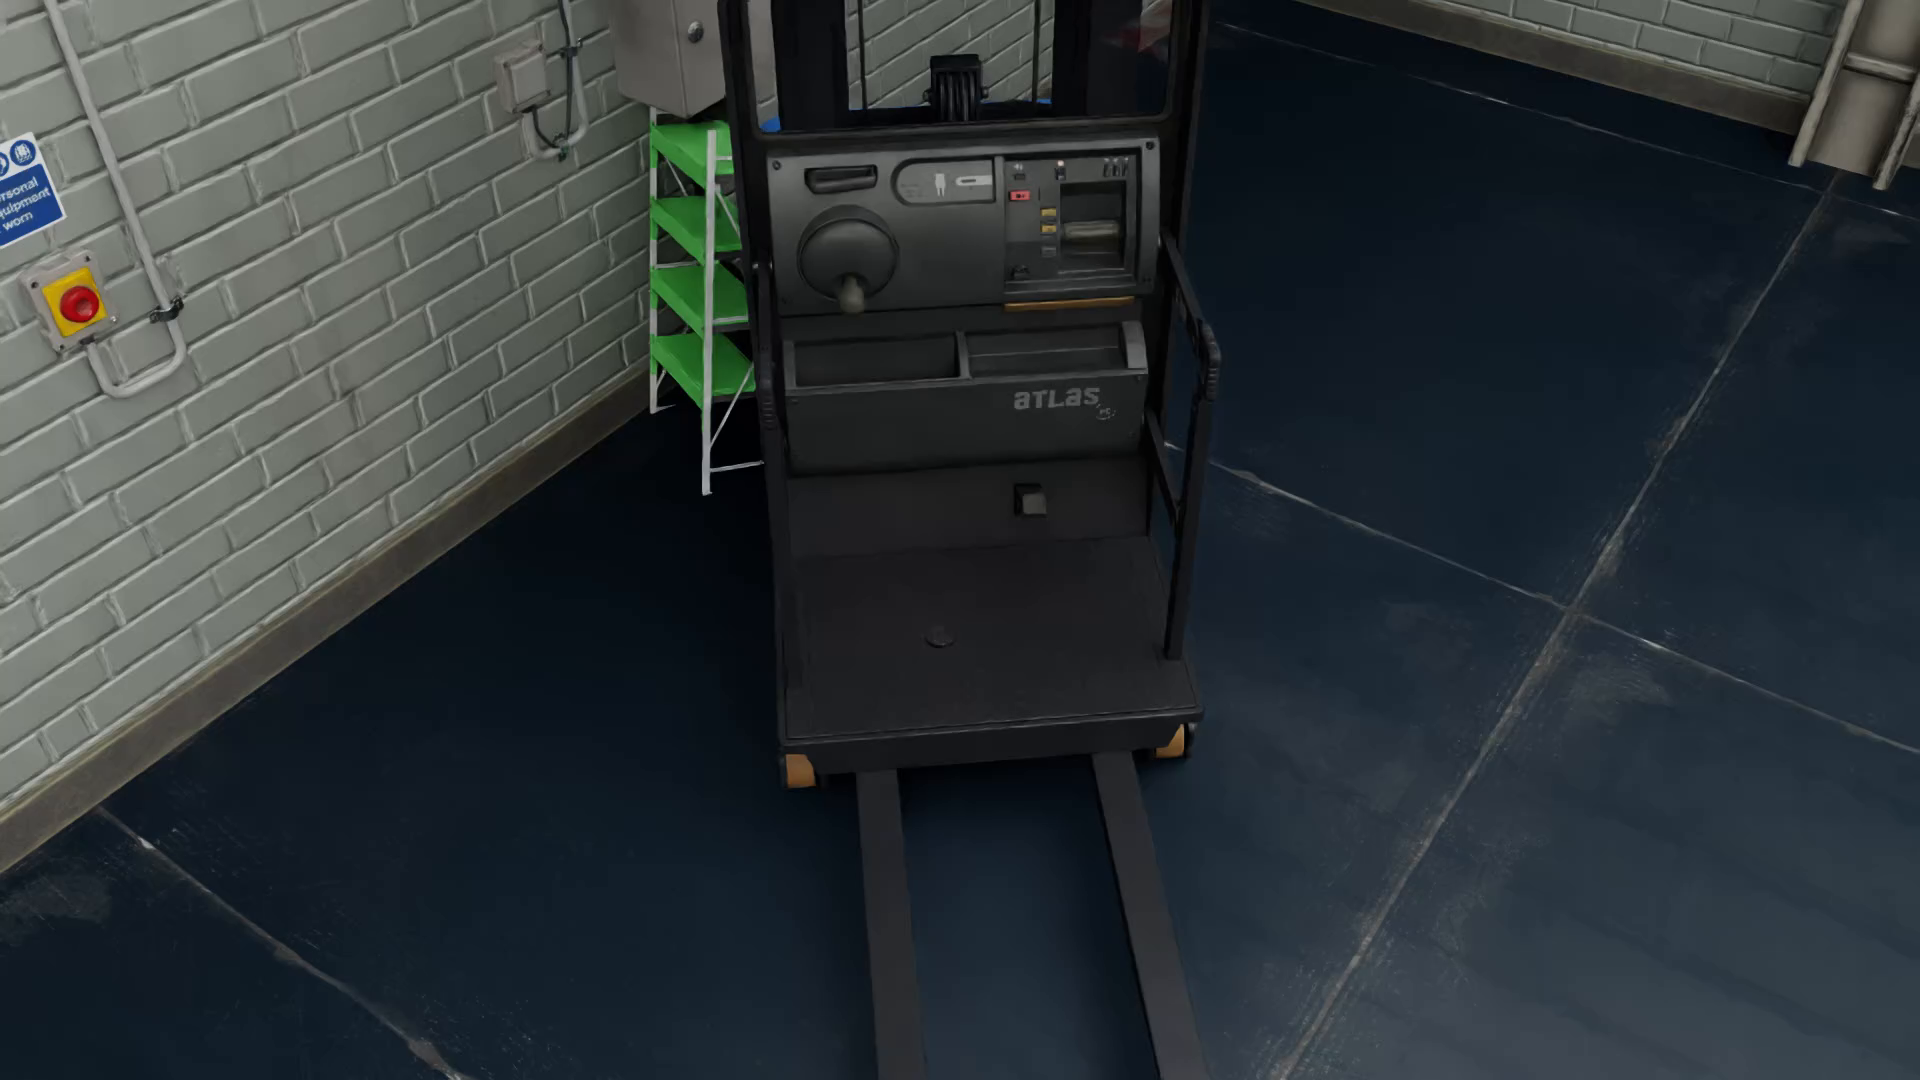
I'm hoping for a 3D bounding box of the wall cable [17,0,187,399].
[{"bbox_3d":[-2.045,-1.016,3.351,0.123,1.953,0.585,25,48,25],"label":"wall cable"}]

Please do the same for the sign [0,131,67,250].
[{"bbox_3d":[-2.123,-0.724,3.607,0.001,0.218,0.327,25,48,25],"label":"sign"}]

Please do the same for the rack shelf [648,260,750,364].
[{"bbox_3d":[-0.804,-0.747,5.389,0.258,0.148,0.480,-11,34,-28],"label":"rack shelf"}]

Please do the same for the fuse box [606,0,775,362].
[{"bbox_3d":[-0.719,-1.237,5.349,0.414,1.711,0.539,25,48,25],"label":"fuse box"}]

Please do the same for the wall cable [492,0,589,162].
[{"bbox_3d":[-1.240,-1.784,4.232,0.122,1.984,0.588,25,48,25],"label":"wall cable"}]

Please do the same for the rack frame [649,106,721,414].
[{"bbox_3d":[-0.916,-0.917,5.538,0.240,1.200,0.015,-11,34,-28],"label":"rack frame"}]

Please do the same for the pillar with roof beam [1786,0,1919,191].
[{"bbox_3d":[1.270,-2.601,1.408,0.400,9.000,9.100,25,48,25],"label":"pillar with roof beam"}]

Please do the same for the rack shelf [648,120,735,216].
[{"bbox_3d":[-0.761,-1.163,5.154,0.258,0.148,0.480,-11,34,-28],"label":"rack shelf"}]

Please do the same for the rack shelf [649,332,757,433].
[{"bbox_3d":[-0.825,-0.539,5.506,0.258,0.148,0.480,-11,34,-28],"label":"rack shelf"}]

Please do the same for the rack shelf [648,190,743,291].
[{"bbox_3d":[-0.782,-0.955,5.271,0.258,0.148,0.480,-11,34,-28],"label":"rack shelf"}]

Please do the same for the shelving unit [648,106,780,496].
[{"bbox_3d":[-0.798,-0.802,5.357,0.258,1.200,0.503,-11,34,-28],"label":"shelving unit"}]

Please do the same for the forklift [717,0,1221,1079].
[{"bbox_3d":[0.038,-0.667,3.797,1.130,2.935,3.031,-4,42,-4],"label":"forklift"}]

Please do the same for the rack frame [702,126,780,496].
[{"bbox_3d":[-0.680,-0.688,5.177,0.240,1.200,0.015,-11,34,-28],"label":"rack frame"}]
